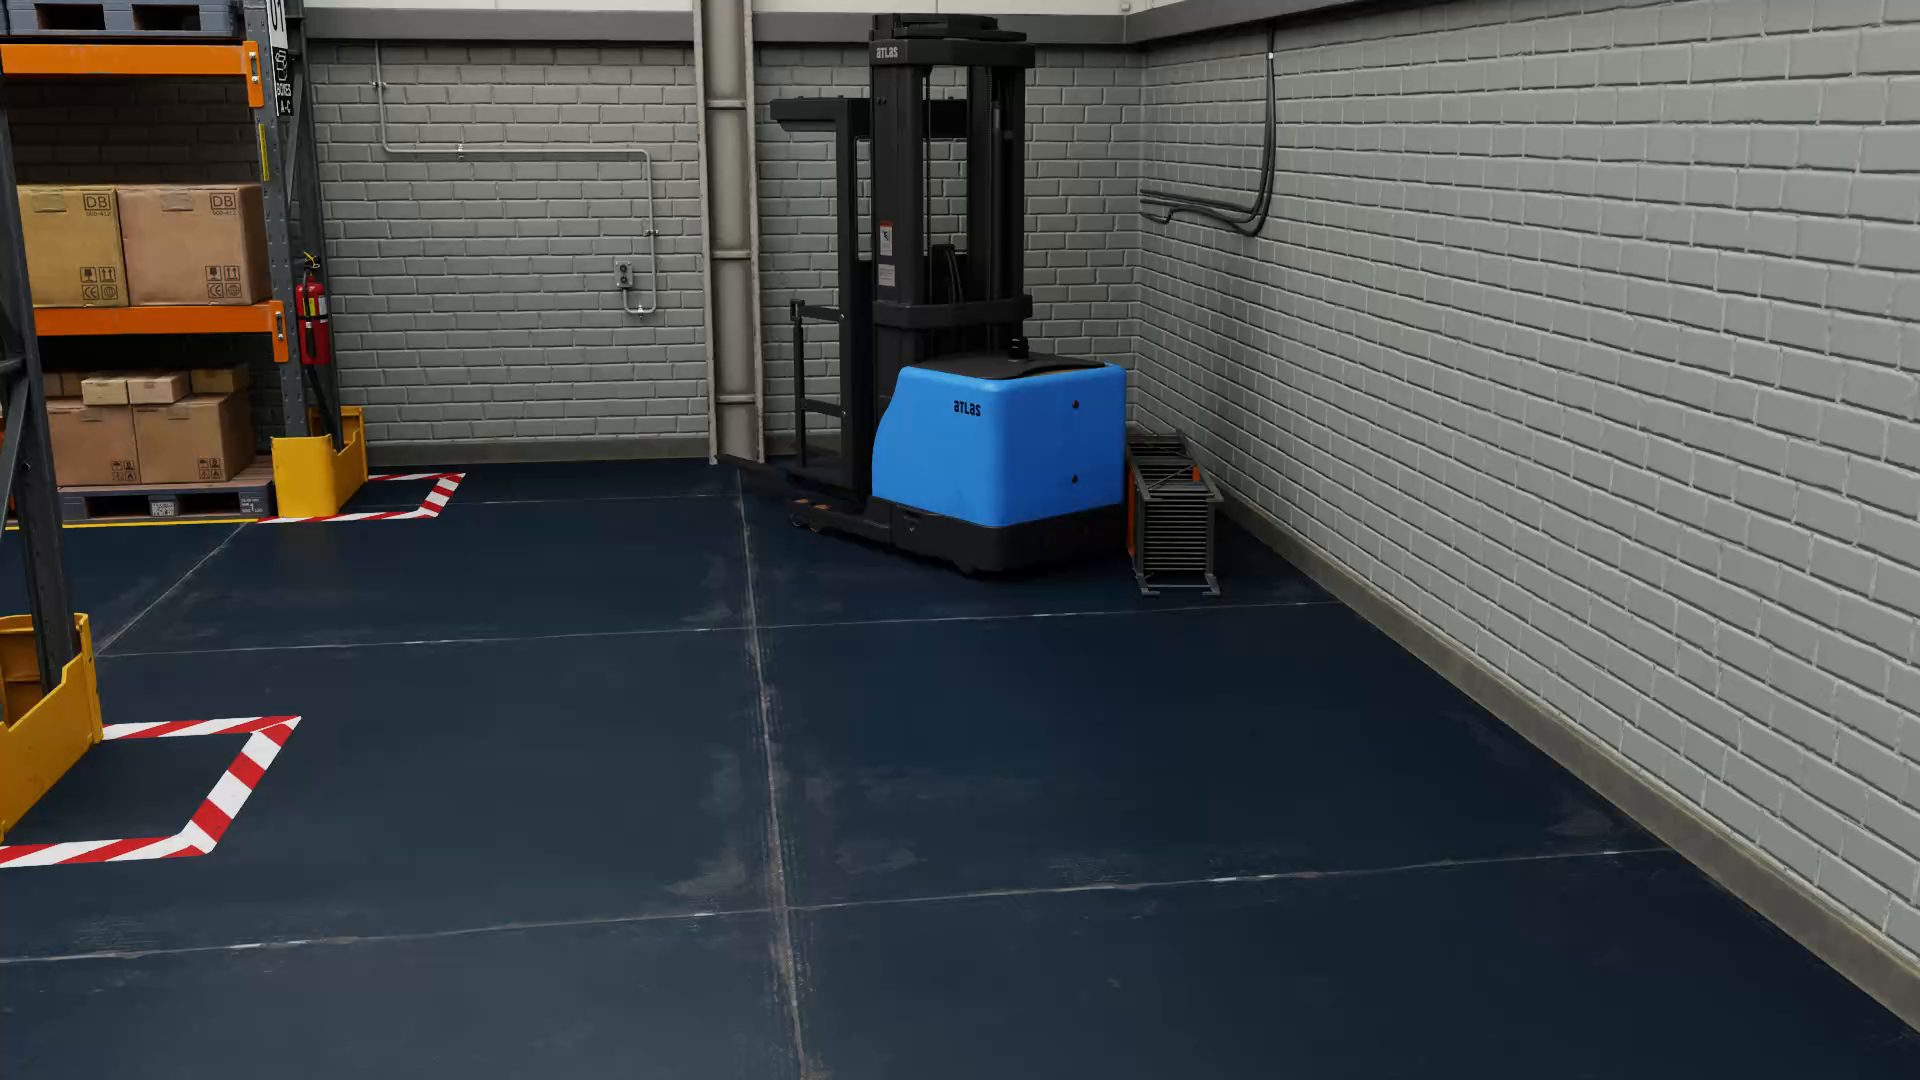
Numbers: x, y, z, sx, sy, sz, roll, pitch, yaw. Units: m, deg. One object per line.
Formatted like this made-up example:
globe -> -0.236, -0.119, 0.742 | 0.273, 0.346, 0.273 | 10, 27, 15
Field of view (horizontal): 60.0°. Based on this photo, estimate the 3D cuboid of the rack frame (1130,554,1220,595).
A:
rack frame -> 1.159, 0.028, 9.539 | 0.400, 0.015, 2.100 | 0, 14, 1

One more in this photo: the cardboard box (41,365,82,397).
cardboard box -> -5.739, -1.005, 10.505 | 0.250, 0.149, 0.380 | -2, 14, -8

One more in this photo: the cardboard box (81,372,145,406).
cardboard box -> -5.185, -0.931, 10.211 | 0.250, 0.149, 0.380 | -2, 14, -7

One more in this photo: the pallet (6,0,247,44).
pallet -> -4.887, -3.115, 9.994 | 1.213, 0.211, 1.003 | -2, 14, -8

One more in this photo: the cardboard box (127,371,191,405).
cardboard box -> -4.932, -0.941, 10.249 | 0.250, 0.149, 0.380 | -2, 14, -9

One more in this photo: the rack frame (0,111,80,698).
rack frame -> -3.414, -0.541, 5.714 | 0.127, 3.000, 1.000 | -2, 14, -8

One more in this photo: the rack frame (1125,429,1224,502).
rack frame -> 1.159, -0.446, 9.424 | 0.400, 0.015, 2.100 | 0, 14, 1

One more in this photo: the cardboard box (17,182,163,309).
cardboard box -> -5.376, -1.828, 10.229 | 0.700, 0.700, 0.980 | -2, 14, -9

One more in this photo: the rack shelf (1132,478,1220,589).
rack shelf -> 1.142, -0.042, 8.788 | 0.431, 0.480, 0.518 | 0, 14, 1

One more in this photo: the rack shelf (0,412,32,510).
rack shelf -> -5.391, -0.120, 5.513 | 4.000, 0.370, 1.077 | -2, 14, -8

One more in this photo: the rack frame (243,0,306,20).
rack frame -> -4.155, -4.643, 9.735 | 0.127, 3.000, 1.000 | -2, 14, -8

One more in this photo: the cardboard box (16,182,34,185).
cardboard box -> -6.131, -1.803, 10.128 | 0.700, 0.700, 0.980 | -3, 14, -11

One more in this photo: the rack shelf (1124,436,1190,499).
rack shelf -> 1.176, -0.370, 10.149 | 0.431, 0.480, 0.518 | 0, 14, 1

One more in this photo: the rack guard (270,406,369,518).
rack guard -> -4.132, -0.521, 10.772 | 0.348, 0.500, 1.175 | -2, 14, -8

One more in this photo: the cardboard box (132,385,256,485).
cardboard box -> -4.833, -0.675, 10.521 | 0.500, 0.500, 0.700 | -2, 14, -8

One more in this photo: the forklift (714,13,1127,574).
forklift -> -0.403, -1.537, 9.825 | 1.130, 2.935, 3.031 | -12, 18, -39

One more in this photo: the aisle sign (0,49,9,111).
aisle sign -> -3.390, -1.875, 5.689 | 0.004, 0.787, 0.394 | -2, 14, -8

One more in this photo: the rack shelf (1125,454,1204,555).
rack shelf -> 1.159, -0.206, 9.468 | 0.431, 0.480, 0.518 | 0, 14, 1

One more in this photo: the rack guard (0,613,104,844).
rack guard -> -3.489, 0.674, 6.007 | 0.348, 0.500, 1.175 | -2, 14, -8

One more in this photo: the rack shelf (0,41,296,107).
rack shelf -> -6.133, -2.766, 9.899 | 4.000, 0.370, 1.077 | -2, 14, -8

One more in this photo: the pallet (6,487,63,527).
pallet -> -6.138, -0.289, 10.440 | 1.213, 0.211, 1.003 | -2, 14, -8

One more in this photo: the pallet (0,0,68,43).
pallet -> -6.096, -3.070, 9.814 | 1.213, 0.211, 1.003 | -2, 14, -8

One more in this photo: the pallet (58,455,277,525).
pallet -> -4.934, -0.332, 10.614 | 1.213, 0.211, 1.003 | -2, 14, -8

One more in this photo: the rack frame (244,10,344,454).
rack frame -> -4.155, -1.733, 10.465 | 0.127, 3.000, 1.000 | -2, 14, -8

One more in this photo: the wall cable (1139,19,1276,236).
wall cable -> 1.491, -3.256, 10.587 | 0.112, 2.526, 3.097 | -2, 14, -8

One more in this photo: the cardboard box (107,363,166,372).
cardboard box -> -5.240, -1.023, 10.578 | 0.250, 0.149, 0.380 | -2, 14, -8

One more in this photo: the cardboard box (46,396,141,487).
cardboard box -> -5.327, -0.656, 10.448 | 0.500, 0.500, 0.700 | -2, 14, -8

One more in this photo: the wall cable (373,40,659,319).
wall cable -> -3.030, -2.500, 11.434 | 1.851, 1.984, 0.084 | -2, 14, -8

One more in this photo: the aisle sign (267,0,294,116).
aisle sign -> -4.040, -2.924, 9.871 | 0.004, 0.787, 0.394 | -2, 14, -8

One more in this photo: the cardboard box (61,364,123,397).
cardboard box -> -5.487, -1.014, 10.542 | 0.250, 0.149, 0.380 | -2, 14, -8

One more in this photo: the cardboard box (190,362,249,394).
cardboard box -> -4.739, -1.042, 10.652 | 0.250, 0.149, 0.380 | -2, 14, -8

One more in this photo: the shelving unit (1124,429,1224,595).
shelving unit -> 1.159, -0.209, 9.482 | 0.431, 0.503, 2.100 | 0, 14, 1

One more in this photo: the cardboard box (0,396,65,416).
cardboard box -> -5.825, -0.638, 10.375 | 0.500, 0.500, 0.700 | -3, 14, -10

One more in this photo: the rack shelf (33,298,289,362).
rack shelf -> -6.133, -1.311, 10.263 | 4.000, 0.370, 1.077 | -2, 14, -8

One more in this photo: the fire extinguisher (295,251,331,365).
fire extinguisher -> -3.937, -1.409, 10.099 | 0.183, 0.674, 0.296 | -2, 14, -8

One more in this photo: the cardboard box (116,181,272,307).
cardboard box -> -4.658, -1.857, 10.345 | 0.700, 0.700, 0.980 | -1, 14, -6

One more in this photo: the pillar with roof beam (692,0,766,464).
pillar with roof beam -> -0.973, -3.913, 6.826 | 0.400, 9.000, 9.100 | -2, 14, -8

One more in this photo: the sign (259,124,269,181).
sign -> -4.088, -2.278, 9.773 | 0.005, 0.325, 0.100 | -2, 14, -8
